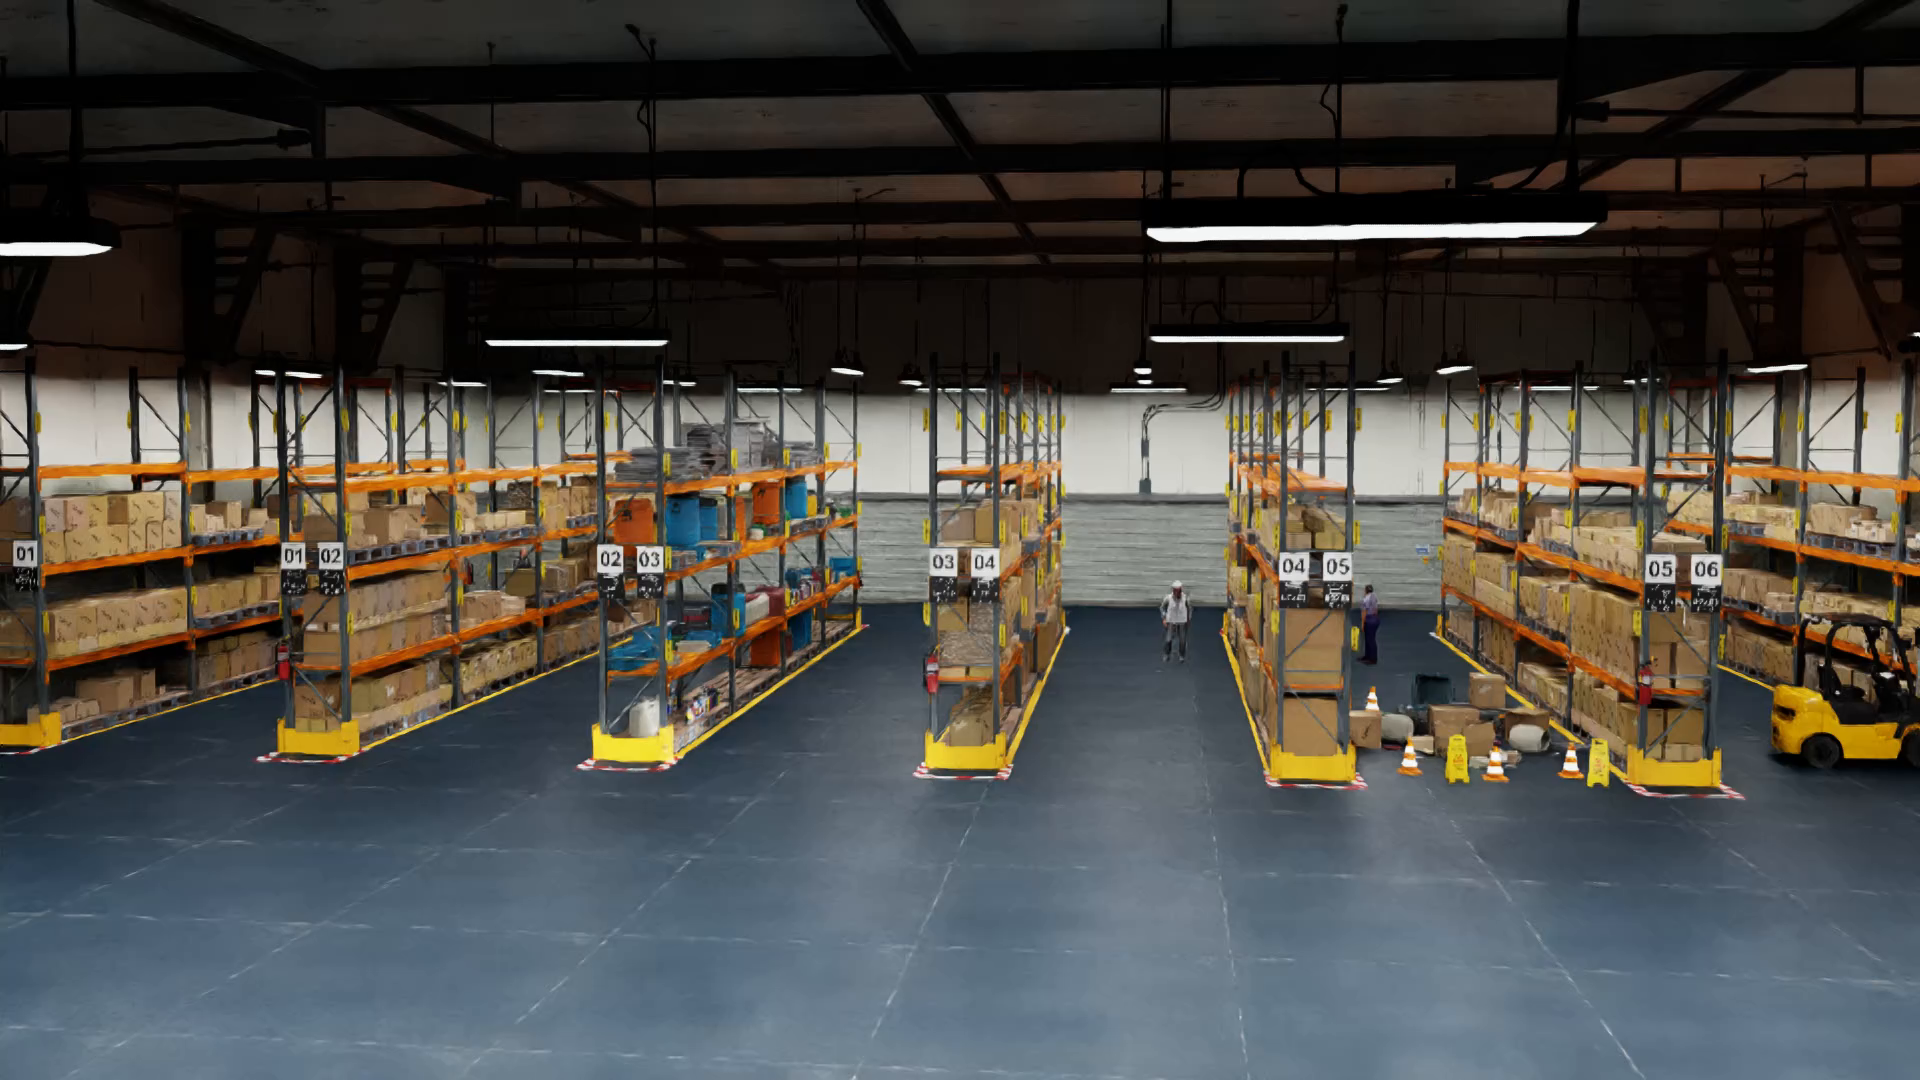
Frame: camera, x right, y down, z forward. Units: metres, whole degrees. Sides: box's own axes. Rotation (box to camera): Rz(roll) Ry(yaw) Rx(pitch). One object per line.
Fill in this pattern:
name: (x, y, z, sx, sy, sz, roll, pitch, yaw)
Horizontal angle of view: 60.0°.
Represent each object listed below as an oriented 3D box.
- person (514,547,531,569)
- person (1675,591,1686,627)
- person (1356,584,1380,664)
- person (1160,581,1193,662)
person: (-11.593, 1.038, 43.800, 0.468, 1.713, 0.695, 3, 5, 34)
person: (14.739, 1.754, 34.521, 0.639, 1.632, 0.512, 0, 4, 6)
person: (8.477, 1.727, 34.559, 0.551, 1.642, 0.598, 3, 5, 34)
person: (4.514, 1.695, 34.693, 0.677, 1.726, 0.574, 0, 4, 5)
